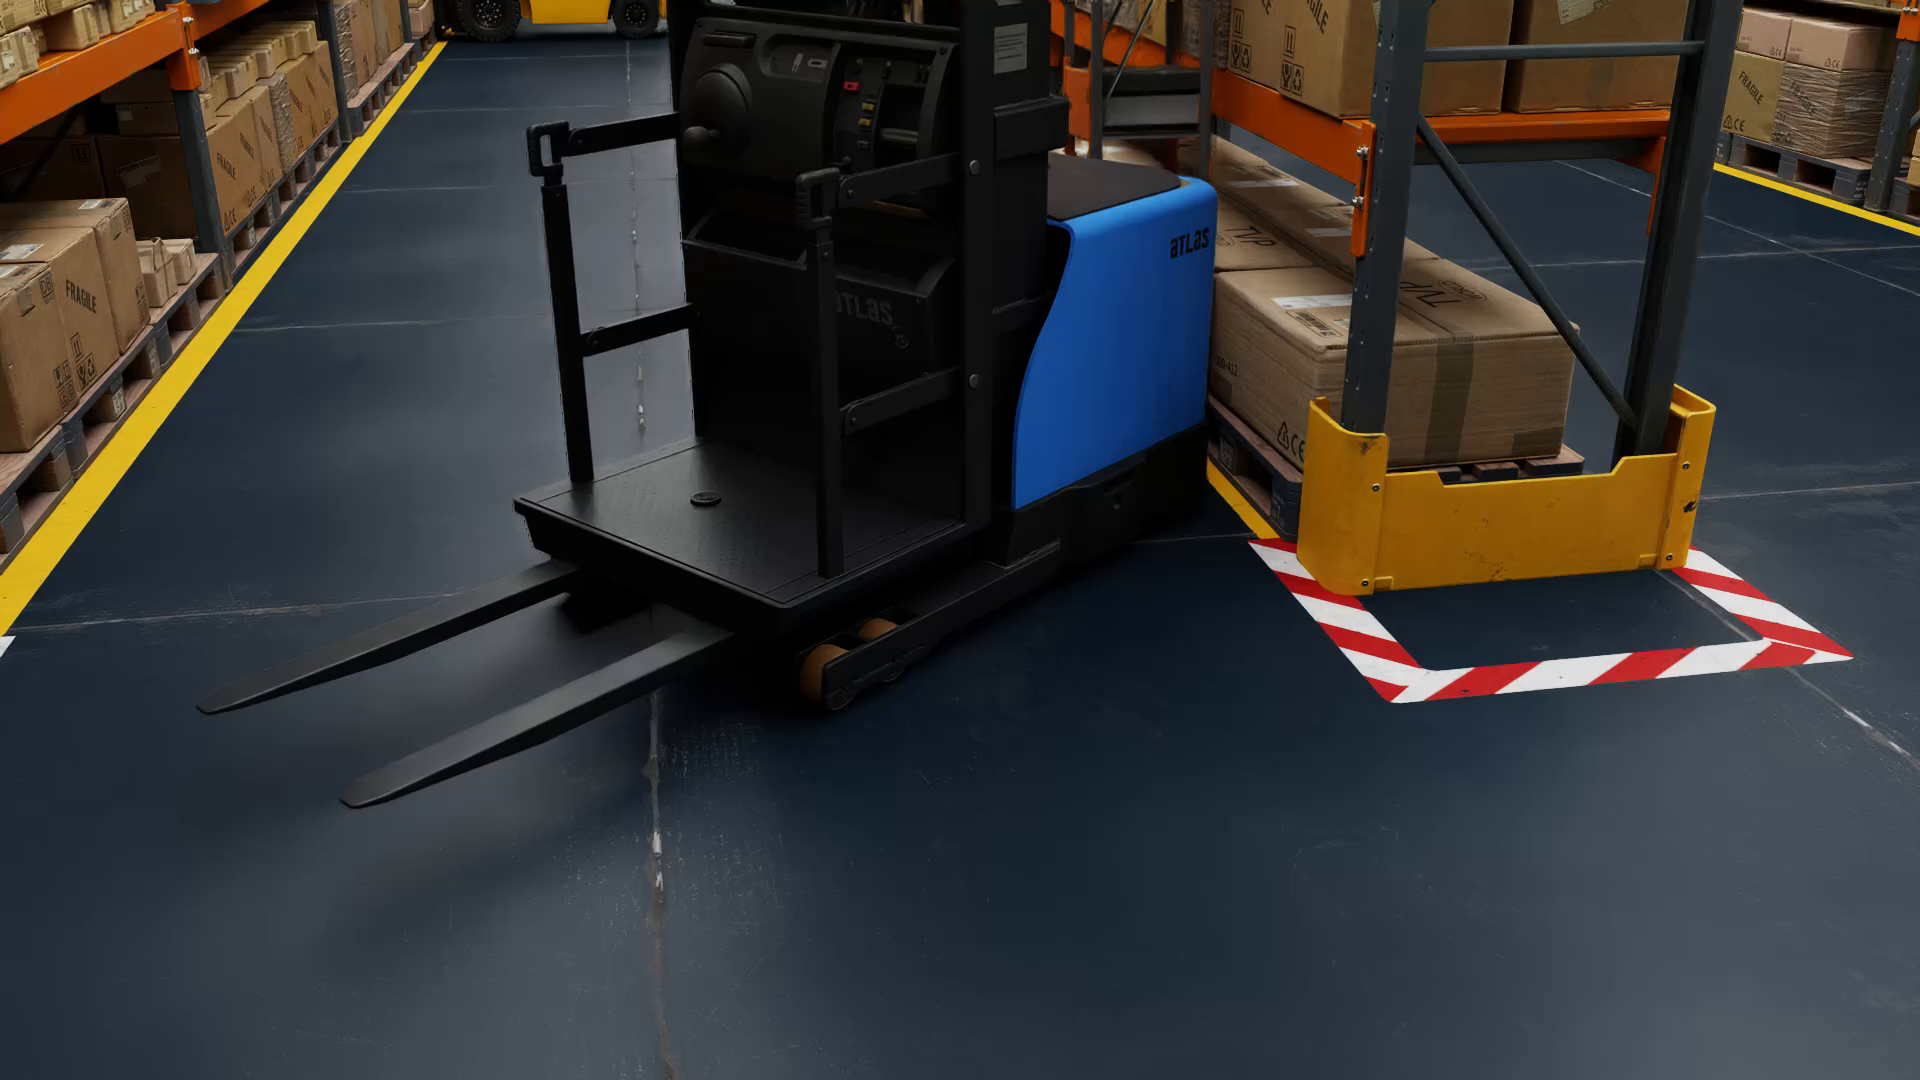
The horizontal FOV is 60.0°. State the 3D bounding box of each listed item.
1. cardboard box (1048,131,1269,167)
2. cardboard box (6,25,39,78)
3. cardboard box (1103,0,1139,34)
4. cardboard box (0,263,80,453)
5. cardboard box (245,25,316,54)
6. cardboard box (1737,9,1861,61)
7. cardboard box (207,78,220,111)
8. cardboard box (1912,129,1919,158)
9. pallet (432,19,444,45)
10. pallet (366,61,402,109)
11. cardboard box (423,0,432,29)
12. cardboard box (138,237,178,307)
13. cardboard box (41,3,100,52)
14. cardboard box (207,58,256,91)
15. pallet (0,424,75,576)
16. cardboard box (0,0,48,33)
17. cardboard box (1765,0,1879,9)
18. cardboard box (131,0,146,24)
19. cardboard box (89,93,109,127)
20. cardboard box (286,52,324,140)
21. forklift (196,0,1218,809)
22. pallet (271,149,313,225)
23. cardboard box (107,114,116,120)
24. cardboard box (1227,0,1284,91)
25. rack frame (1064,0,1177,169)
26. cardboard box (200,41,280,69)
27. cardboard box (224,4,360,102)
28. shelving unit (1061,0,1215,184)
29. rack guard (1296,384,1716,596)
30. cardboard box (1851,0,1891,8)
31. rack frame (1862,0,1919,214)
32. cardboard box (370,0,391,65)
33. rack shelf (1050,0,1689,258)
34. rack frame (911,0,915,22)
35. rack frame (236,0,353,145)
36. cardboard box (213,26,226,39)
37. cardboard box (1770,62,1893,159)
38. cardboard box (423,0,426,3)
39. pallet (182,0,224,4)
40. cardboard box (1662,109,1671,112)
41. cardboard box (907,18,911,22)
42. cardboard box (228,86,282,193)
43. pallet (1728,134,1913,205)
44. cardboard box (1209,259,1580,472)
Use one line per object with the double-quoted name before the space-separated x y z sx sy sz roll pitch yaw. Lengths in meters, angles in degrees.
"cardboard box" 0.898 -1.663 7.986 0.875 0.438 0.875 -5 24 -11
"cardboard box" -3.299 -1.604 5.489 0.380 0.149 0.250 -4 24 -9
"cardboard box" 0.892 -2.347 6.751 0.500 0.500 0.500 -4 24 -9
"cardboard box" -3.390 -0.591 5.453 0.700 0.500 0.500 -3 24 -8
"cardboard box" -4.308 -3.167 10.543 0.380 0.149 0.250 -6 24 -12
"cardboard box" 5.266 -3.173 10.430 0.500 0.250 0.500 -3 24 -7
"cardboard box" -3.980 -2.239 8.416 0.380 0.149 0.250 -6 24 -12
"cardboard box" 5.486 -2.161 9.117 0.380 0.149 0.250 -3 24 -7
"pallet" -5.804 -5.196 16.883 1.003 0.211 1.213 -4 24 -10
"pallet" -5.065 -3.632 13.301 1.003 0.211 1.213 -4 24 -10
"cardboard box" -5.342 -5.023 15.914 0.500 0.250 0.500 -5 24 -11
"cardboard box" -3.532 -1.132 6.986 0.396 0.266 0.258 -3 24 -8
"cardboard box" -3.445 -1.904 6.175 0.380 0.149 0.250 -5 24 -11
"cardboard box" -4.098 -2.544 9.116 0.380 0.149 0.250 -3 24 -8
"pallet" -3.412 -0.023 5.038 1.003 0.211 1.213 -4 24 -10
"cardboard box" -3.375 -1.820 5.485 0.500 0.250 0.500 -5 24 -11
"cardboard box" 5.666 -3.416 10.986 0.500 0.250 0.500 -3 24 -8
"cardboard box" -3.613 -2.208 6.871 0.380 0.149 0.250 -4 24 -8
"cardboard box" -4.395 -2.101 8.101 0.380 0.149 0.250 -4 24 -10
"cardboard box" -4.358 -2.803 10.518 0.500 0.500 0.500 -5 24 -11
"forklift" -0.528 -1.135 4.187 1.130 2.935 3.031 19 30 36
"pallet" -4.406 -2.051 9.681 1.003 0.211 1.213 -4 24 -10
"cardboard box" -4.454 -1.945 8.553 0.500 0.500 0.500 -5 24 -12
"cardboard box" 1.200 -1.740 5.362 0.500 0.500 0.500 -5 24 -11
"rack frame" 0.574 -1.485 5.979 0.400 2.100 0.015 -3 18 -6
"cardboard box" -4.252 -2.855 9.828 0.380 0.149 0.250 -5 24 -11
"cardboard box" -4.831 -3.454 11.854 0.875 0.625 0.625 -4 24 -8
"shelving unit" 0.604 -1.412 5.748 0.431 2.100 0.503 -3 18 -6
"rack guard" 1.632 -0.171 5.017 1.175 0.500 0.348 -4 24 -10
"cardboard box" 9.310 -5.403 16.448 0.700 0.500 0.500 -4 24 -10
"rack frame" 5.734 -3.305 9.070 1.000 3.000 0.127 -4 24 -10
"cardboard box" -5.226 -4.271 13.724 0.875 0.625 0.625 -5 24 -10
"rack shelf" 1.258 -1.783 6.483 1.077 0.370 4.000 -4 24 -10
"rack frame" 0.148 -4.473 11.743 1.000 3.000 0.127 -4 24 -10
"rack frame" -4.729 -4.104 10.899 1.000 3.000 0.127 -4 24 -10
"cardboard box" -4.939 -3.220 10.662 0.380 0.149 0.250 -3 24 -7
"cardboard box" 5.349 -2.625 10.111 0.500 0.500 0.500 -5 24 -11
"cardboard box" -5.350 -5.250 15.808 0.500 0.250 0.500 -4 24 -10
"pallet" -4.030 -2.765 8.073 1.003 0.211 1.213 -4 24 -10
"cardboard box" 5.070 -3.230 11.495 0.500 0.500 0.500 -5 24 -11
"cardboard box" -0.091 -3.974 13.359 0.950 0.372 0.625 -5 24 -11
"cardboard box" -4.054 -2.190 9.114 0.500 0.500 0.500 -5 24 -11
"pallet" 5.588 -2.334 10.330 1.003 0.211 1.213 -4 24 -10
"cardboard box" 1.407 -0.596 5.544 0.875 0.438 0.875 -5 24 -12
